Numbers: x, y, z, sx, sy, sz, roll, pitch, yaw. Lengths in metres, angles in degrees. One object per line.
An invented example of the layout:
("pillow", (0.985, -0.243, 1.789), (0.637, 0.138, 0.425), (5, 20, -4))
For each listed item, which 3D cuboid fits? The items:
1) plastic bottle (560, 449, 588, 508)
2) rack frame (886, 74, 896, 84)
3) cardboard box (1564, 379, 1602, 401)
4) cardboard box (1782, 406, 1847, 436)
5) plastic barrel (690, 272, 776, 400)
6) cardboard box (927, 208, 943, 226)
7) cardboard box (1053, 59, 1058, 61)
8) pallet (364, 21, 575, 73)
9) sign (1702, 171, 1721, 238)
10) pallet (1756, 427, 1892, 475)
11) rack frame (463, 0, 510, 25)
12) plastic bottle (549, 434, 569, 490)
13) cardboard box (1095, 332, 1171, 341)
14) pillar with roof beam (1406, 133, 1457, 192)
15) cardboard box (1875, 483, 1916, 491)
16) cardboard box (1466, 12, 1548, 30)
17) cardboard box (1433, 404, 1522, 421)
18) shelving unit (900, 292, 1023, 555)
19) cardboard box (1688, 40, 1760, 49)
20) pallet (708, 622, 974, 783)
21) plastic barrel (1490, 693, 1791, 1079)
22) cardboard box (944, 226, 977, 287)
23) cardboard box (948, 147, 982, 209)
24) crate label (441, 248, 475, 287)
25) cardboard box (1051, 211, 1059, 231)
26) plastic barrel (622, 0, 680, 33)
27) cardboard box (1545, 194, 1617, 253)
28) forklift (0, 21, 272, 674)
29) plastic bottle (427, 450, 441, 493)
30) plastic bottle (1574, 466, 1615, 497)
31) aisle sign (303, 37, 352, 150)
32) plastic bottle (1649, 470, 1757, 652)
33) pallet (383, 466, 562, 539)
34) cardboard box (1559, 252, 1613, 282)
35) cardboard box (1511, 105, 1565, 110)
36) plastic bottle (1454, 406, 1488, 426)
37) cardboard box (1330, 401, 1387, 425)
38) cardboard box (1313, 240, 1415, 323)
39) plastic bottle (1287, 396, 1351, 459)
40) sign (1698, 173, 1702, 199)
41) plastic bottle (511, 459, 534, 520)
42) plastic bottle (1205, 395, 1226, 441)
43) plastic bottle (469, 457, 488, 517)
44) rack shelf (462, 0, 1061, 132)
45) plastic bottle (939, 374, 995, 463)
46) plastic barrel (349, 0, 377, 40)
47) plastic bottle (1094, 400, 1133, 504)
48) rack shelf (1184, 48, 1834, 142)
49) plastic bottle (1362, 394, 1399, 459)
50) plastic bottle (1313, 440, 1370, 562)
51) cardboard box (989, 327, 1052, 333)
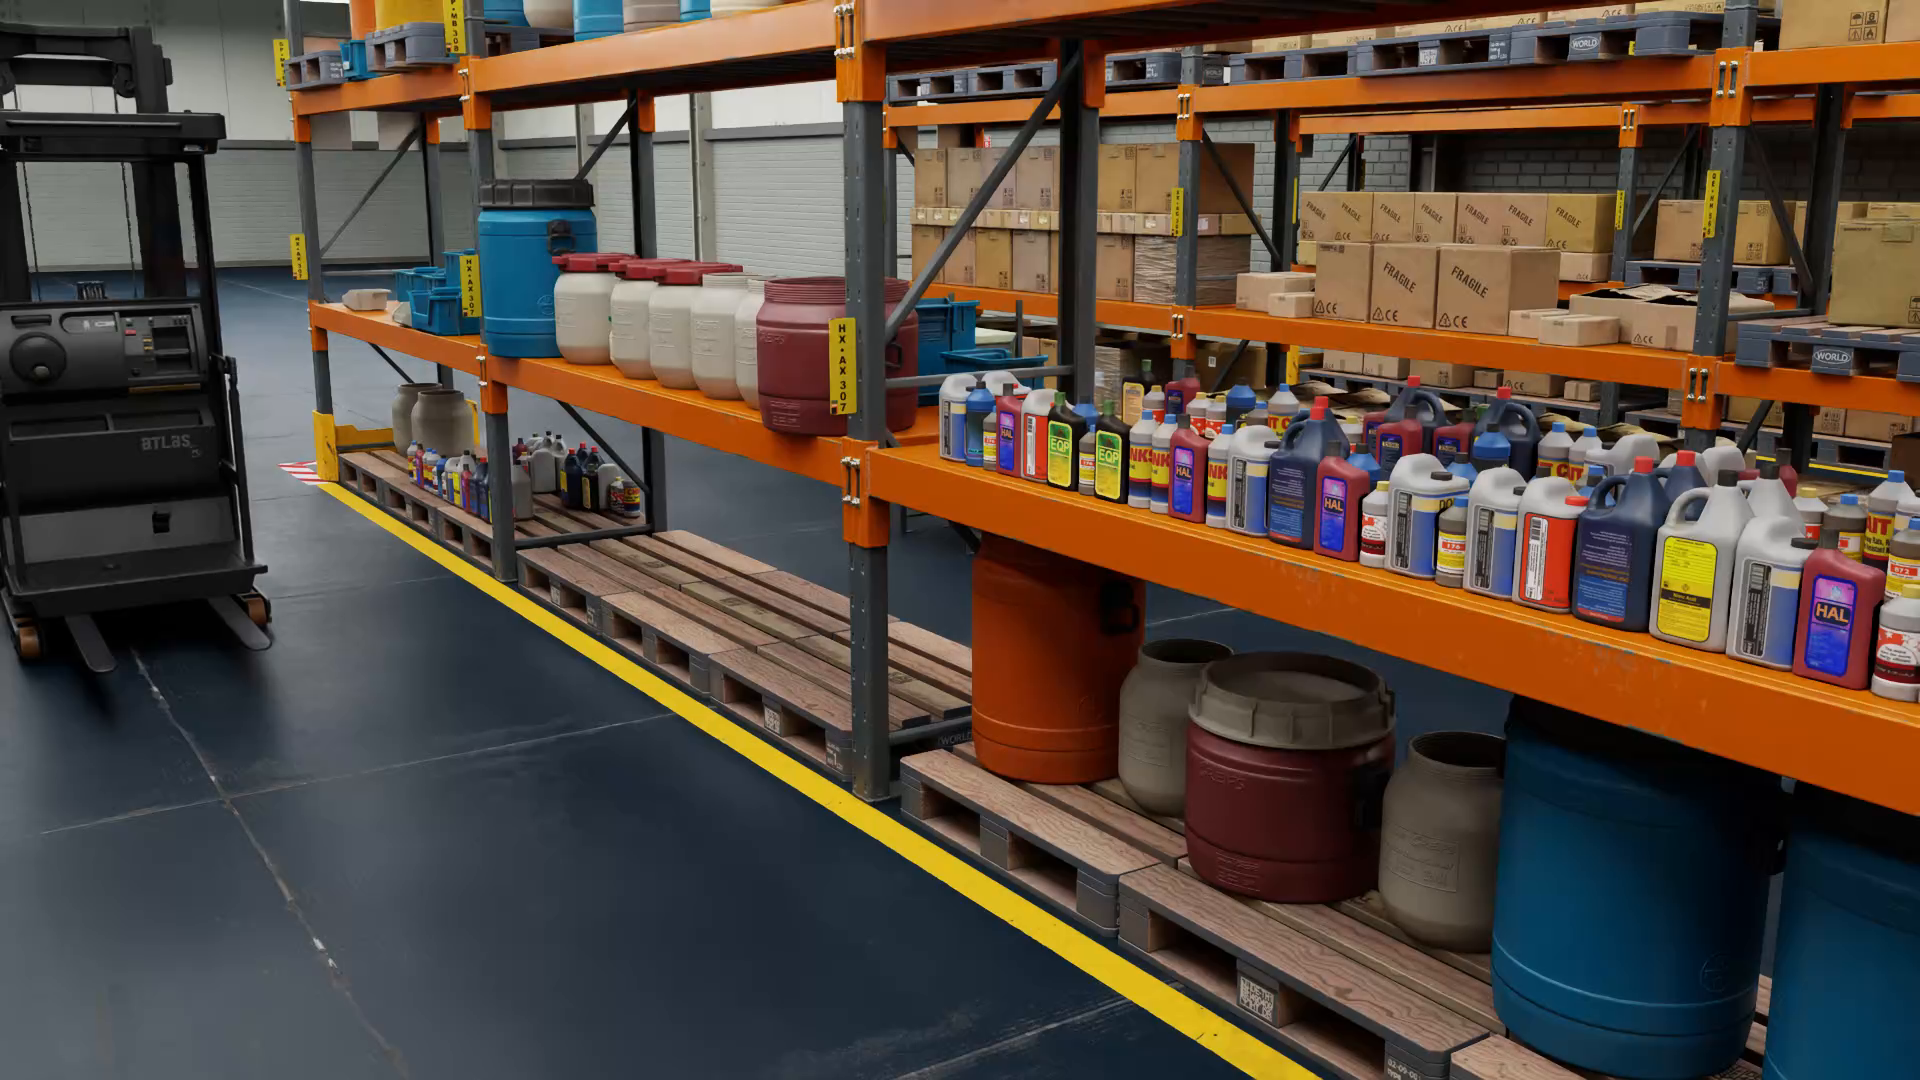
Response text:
("plastic bottle", (-2.383, -0.386, 10.278), (0.144, 0.351, 0.185), (-8, 15, -33))
("rack frame", (-0.252, -5.518, 14.529), (1.000, 3.000, 0.127), (-8, 15, -33))
("cardboard box", (5.765, -1.385, 15.275), (0.380, 0.166, 0.250), (-11, 16, -40))
("cardboard box", (7.085, -1.146, 13.401), (0.700, 0.500, 0.500), (-8, 15, -32))
("plastic barrel", (-0.926, -0.866, 7.037), (0.421, 0.512, 0.421), (0, 12, 0))
("cardboard box", (-0.065, -2.811, 14.441), (0.380, 0.149, 0.250), (-9, 15, -34))
("cardboard box", (1.157, -3.973, 12.933), (0.797, 0.503, 0.637), (-6, 14, -27))
("pallet", (-2.642, -2.780, 9.472), (1.213, 0.211, 1.003), (-8, 15, -33))
("sign", (3.721, -1.663, 8.237), (0.100, 0.325, 0.005), (-8, 15, -33))
("pallet", (7.199, -0.745, 13.273), (1.003, 0.211, 1.213), (-8, 15, -33))
("rack frame", (-2.161, -4.221, 8.598), (1.000, 3.000, 0.127), (-8, 15, -33))
("plastic bottle", (-2.603, -0.513, 10.855), (0.144, 0.351, 0.185), (-8, 15, -33))
("cardboard box", (1.414, -1.401, 13.445), (0.500, 0.500, 0.500), (-8, 15, -33))
("pillar with roof beam", (1.394, -5.573, 14.782), (9.100, 9.000, 0.400), (-8, 15, -33))
("cardboard box", (4.895, -0.019, 8.250), (0.500, 0.500, 0.500), (-7, 14, -31))
("cardboard box", (3.270, -3.030, 9.541), (0.500, 0.250, 0.500), (-8, 15, -34))
("cardboard box", (3.271, -0.703, 10.694), (0.500, 0.311, 0.500), (-8, 15, -33))
("shelving unit", (-0.004, -0.734, 10.207), (0.431, 1.500, 0.755), (-8, 15, -33))
("cardboard box", (6.323, -4.075, 13.737), (0.500, 0.500, 0.500), (-6, 14, -25))
("pallet", (-0.342, 0.641, 6.934), (1.003, 0.211, 1.213), (-8, 15, -33))
("plastic barrel", (1.592, 0.728, 3.939), (0.600, 0.901, 0.708), (-8, 15, -33))
("cardboard box", (0.291, -2.458, 14.348), (0.700, 0.500, 0.500), (-8, 14, -31))
("cardboard box", (0.322, -3.083, 14.166), (0.700, 0.500, 0.500), (-9, 15, -34))
("crate label", (-3.132, -1.723, 11.137), (0.502, 0.435, 0.616), (-8, 15, -33))
("cardboard box", (0.933, -2.490, 12.975), (0.380, 0.149, 0.250), (-8, 14, -31))
("plastic barrel", (-1.336, -2.819, 8.036), (0.600, 0.901, 0.600), (0, 12, 0))
("cardboard box", (5.567, -2.813, 14.752), (0.500, 0.500, 0.500), (-8, 15, -33))
("forklift", (-4.095, -0.980, 7.983), (1.130, 2.935, 3.031), (-8, 15, -32))
("plastic bottle", (-3.387, -0.445, 10.733), (0.097, 0.271, 0.097), (0, 12, 0))
("plastic bottle", (1.597, -0.085, 4.195), (0.097, 0.201, 0.097), (0, 12, 0))
("aisle sign", (-4.661, -3.249, 12.114), (0.394, 0.787, 0.004), (-8, 15, -33))
("plastic bottle", (1.490, 0.032, 3.308), (0.144, 0.351, 0.185), (-8, 15, -33))
("pallet", (-3.178, -0.269, 11.098), (1.003, 0.211, 1.213), (-8, 15, -33))
("cardboard box", (5.572, -2.447, 14.836), (0.500, 0.250, 0.500), (-8, 15, -33))
("cardboard box", (5.331, -4.138, 14.963), (0.500, 0.500, 0.500), (-10, 16, -37))
("plastic bottle", (1.444, -0.240, 4.711), (0.061, 0.283, 0.133), (-8, 15, -33))
("cardboard box", (2.547, -0.727, 10.804), (0.500, 0.311, 0.500), (-9, 15, -35))
("cardboard box", (2.669, -1.692, 10.844), (0.500, 0.500, 0.500), (-7, 14, -29))
("plastic bottle", (0.932, -0.206, 4.396), (0.144, 0.351, 0.185), (-8, 15, -33))
("sign", (6.547, -3.094, 14.780), (0.100, 0.325, 0.005), (-8, 15, -33))
("plastic bottle", (-2.638, -0.308, 9.920), (0.144, 0.351, 0.185), (-8, 15, -33))
("plastic bottle", (0.865, -0.379, 5.538), (0.097, 0.201, 0.097), (0, 12, 0))
("plastic bottle", (-2.864, -0.325, 9.998), (0.144, 0.351, 0.185), (-9, 15, -36))
("rack shelf", (-1.053, -2.048, 7.368), (1.077, 0.370, 4.000), (-8, 15, -33))
("plastic bottle", (0.026, -0.403, 5.472), (0.152, 0.276, 0.135), (-8, 15, -33))
("plastic barrel", (-4.002, -3.810, 11.754), (0.600, 0.830, 0.708), (-8, 15, -33))
("plastic bottle", (0.446, -0.254, 4.773), (0.061, 0.283, 0.133), (-8, 15, -33))
("rack shelf", (3.073, -2.634, 10.046), (1.077, 0.370, 4.000), (-8, 15, -33))
("plastic bottle", (1.268, -0.297, 4.970), (0.061, 0.283, 0.133), (-8, 15, -33))
("plastic bottle", (0.933, -0.097, 4.059), (0.061, 0.283, 0.133), (-8, 15, -33))
("cardboard box", (0.427, -1.517, 13.977), (0.500, 0.500, 0.500), (-8, 15, -33))
